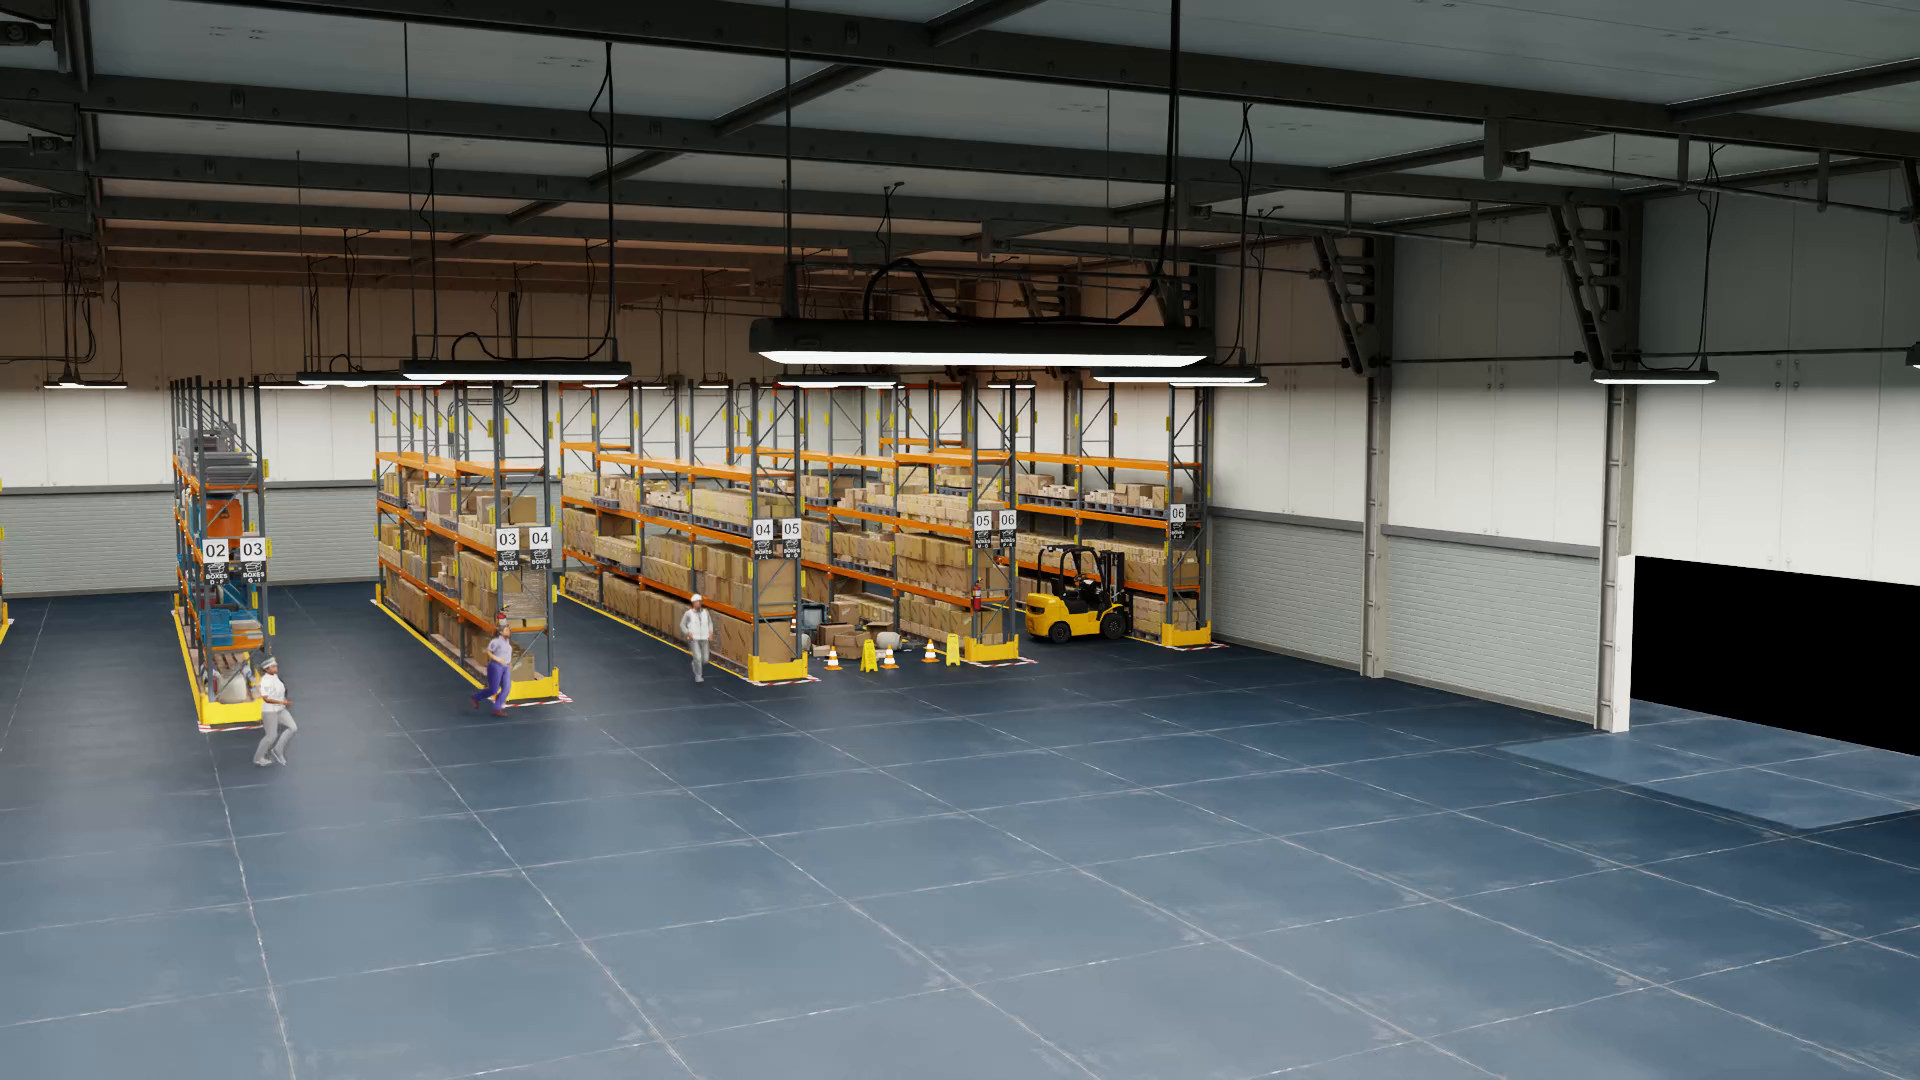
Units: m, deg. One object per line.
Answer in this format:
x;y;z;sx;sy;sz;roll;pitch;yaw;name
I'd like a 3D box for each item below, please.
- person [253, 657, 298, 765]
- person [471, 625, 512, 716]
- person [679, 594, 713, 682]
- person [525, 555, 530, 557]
-10.519;2.627;25.508;0.656;1.694;0.581;0;5;4;person
-8.295;2.311;29.744;0.731;1.581;0.667;2;5;21;person
-5.215;1.932;32.906;0.687;1.726;0.669;-3;6;-31;person
-12.420;0.682;47.471;0.788;1.721;0.922;2;5;17;person
